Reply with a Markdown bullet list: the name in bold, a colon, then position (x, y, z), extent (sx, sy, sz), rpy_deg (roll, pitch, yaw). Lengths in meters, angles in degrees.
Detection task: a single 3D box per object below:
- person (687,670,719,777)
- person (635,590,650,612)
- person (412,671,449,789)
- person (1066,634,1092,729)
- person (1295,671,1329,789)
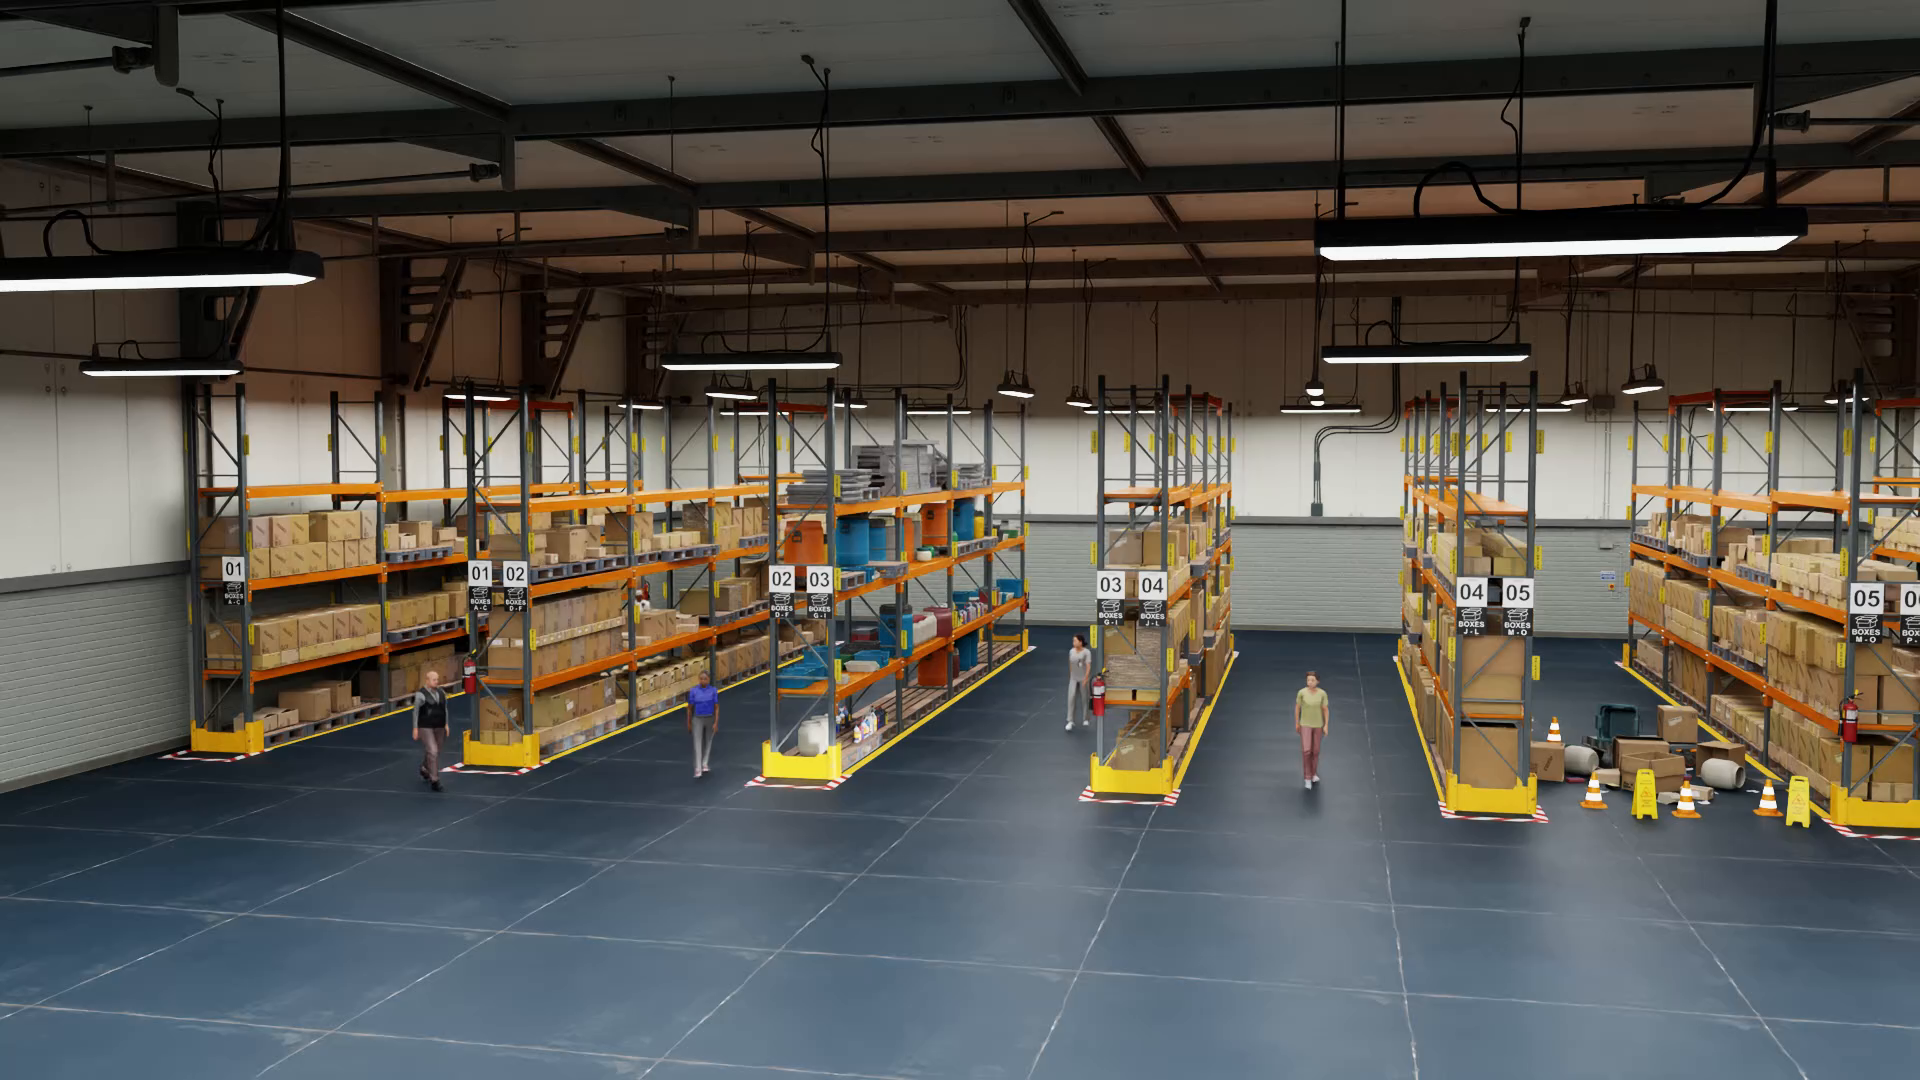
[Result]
- **person**: position (-3.861, 2.746, 25.020), extent (0.479, 1.595, 1.046), rpy_deg (-1, 3, -21)
- **person**: position (-7.450, 1.959, 38.885), extent (0.483, 1.611, 0.857), rpy_deg (1, 3, 10)
- **person**: position (-7.773, 2.764, 24.441), extent (0.876, 1.691, 0.541), rpy_deg (2, 4, 31)
- **person**: position (2.088, 2.478, 29.348), extent (0.467, 1.647, 0.825), rpy_deg (2, 4, 26)
- **person**: position (5.189, 2.787, 24.480), extent (0.470, 1.732, 0.615), rpy_deg (0, 3, 0)
